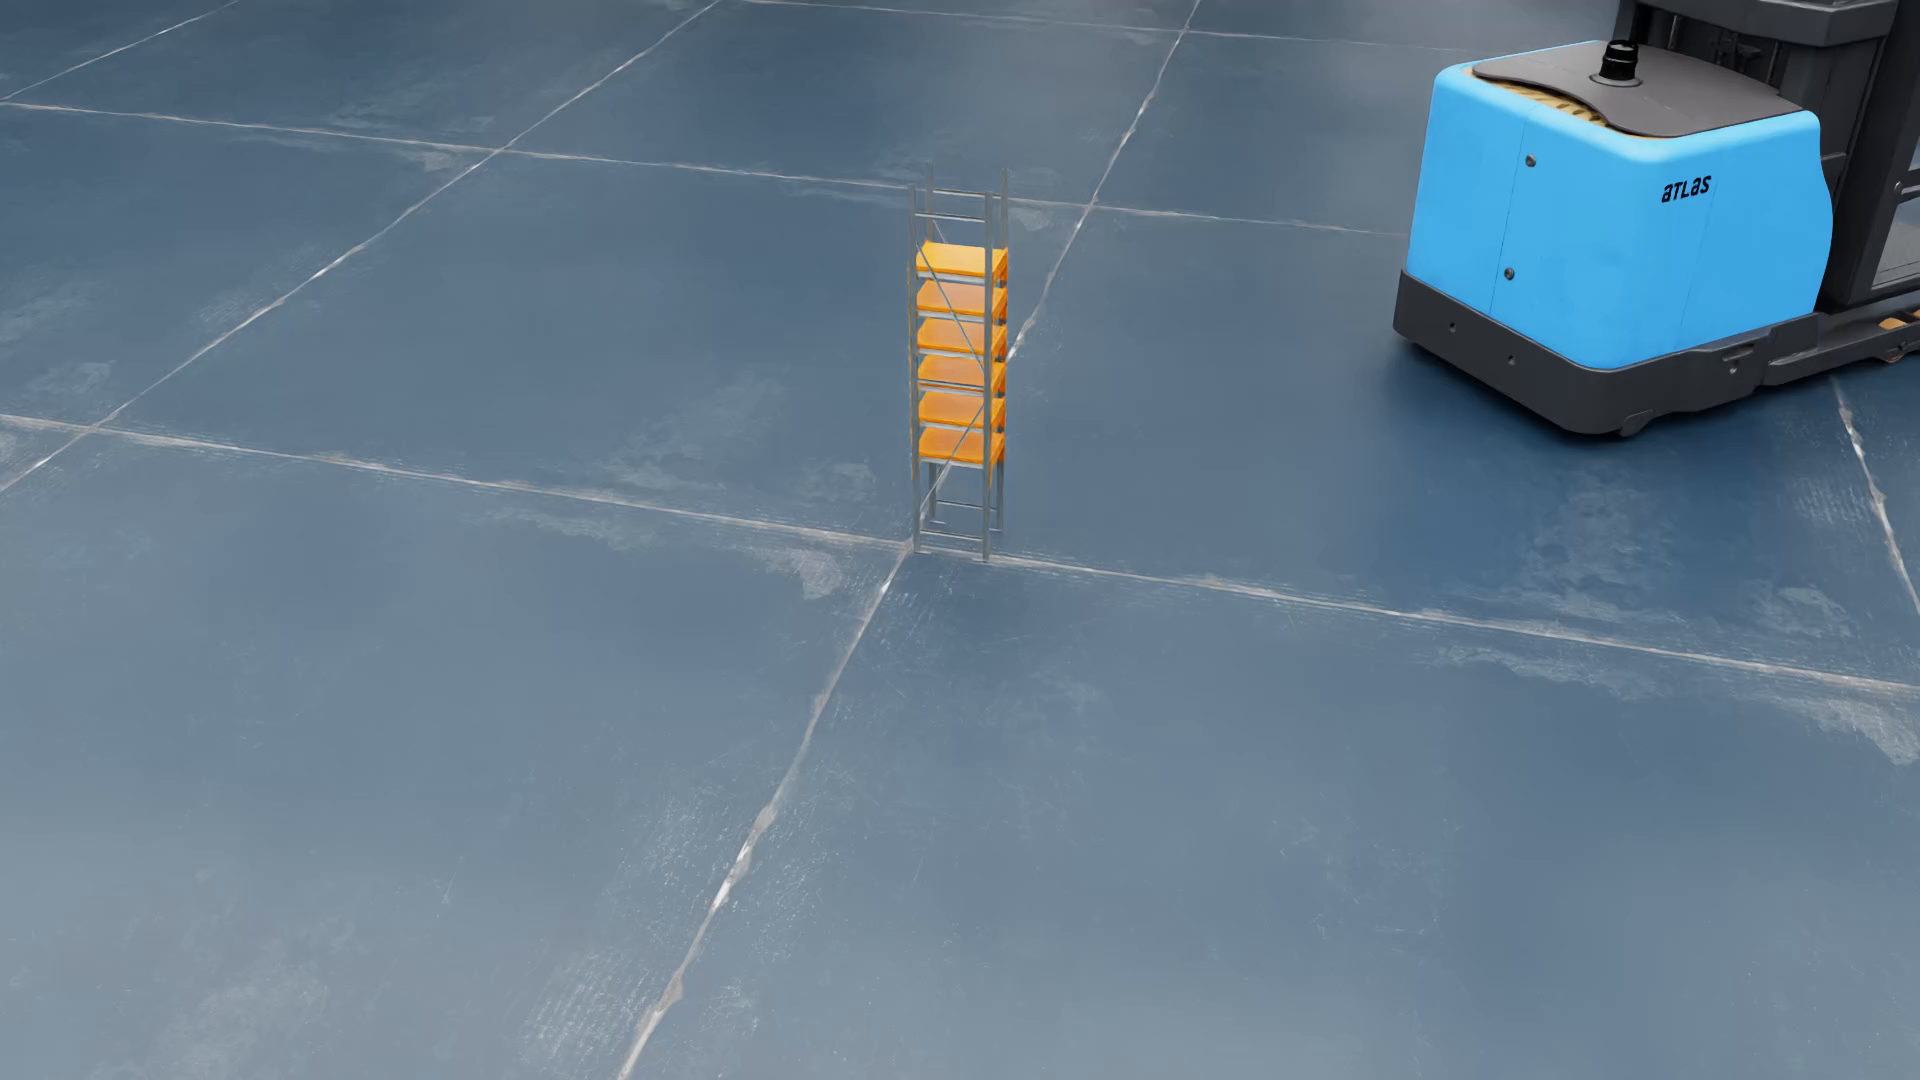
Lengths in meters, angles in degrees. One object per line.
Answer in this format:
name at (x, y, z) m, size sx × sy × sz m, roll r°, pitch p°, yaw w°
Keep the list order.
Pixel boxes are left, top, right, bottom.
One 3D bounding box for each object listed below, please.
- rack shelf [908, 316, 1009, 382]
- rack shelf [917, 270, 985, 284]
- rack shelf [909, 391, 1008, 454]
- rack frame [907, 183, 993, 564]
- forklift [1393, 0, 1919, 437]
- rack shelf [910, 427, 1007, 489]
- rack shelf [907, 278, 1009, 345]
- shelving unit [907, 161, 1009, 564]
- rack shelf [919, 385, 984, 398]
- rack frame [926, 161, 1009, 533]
rack shelf at (-0.004, -0.563, 4.876) m, size 0.258 × 0.103 × 0.180 m, roll 8°, pitch 33°, yaw 12°
rack shelf at (-0.004, -0.782, 4.736) m, size 0.199 × 0.020 × 0.166 m, roll 8°, pitch 33°, yaw 12°
rack shelf at (-0.004, -0.360, 5.005) m, size 0.258 × 0.103 × 0.180 m, roll 8°, pitch 33°, yaw 12°
rack frame at (-0.027, -0.451, 4.842) m, size 0.240 × 1.200 × 0.006 m, roll 8°, pitch 33°, yaw 12°
forklift at (3.214, -2.106, 5.913) m, size 3.031 × 2.843 × 1.129 m, roll -16°, pitch 36°, yaw -23°
rack shelf at (-0.004, -0.259, 5.069) m, size 0.258 × 0.103 × 0.180 m, roll 8°, pitch 33°, yaw 12°
rack shelf at (-0.004, -0.664, 4.811) m, size 0.258 × 0.103 × 0.180 m, roll 8°, pitch 33°, yaw 12°
shelving unit at (-0.004, -0.499, 4.916) m, size 0.258 × 1.200 × 0.189 m, roll 8°, pitch 33°, yaw 12°
rack shelf at (-0.004, -0.478, 4.929) m, size 0.199 × 0.020 × 0.166 m, roll 8°, pitch 33°, yaw 12°
rack frame at (0.020, -0.546, 4.991) m, size 0.240 × 1.200 × 0.006 m, roll 8°, pitch 33°, yaw 12°
